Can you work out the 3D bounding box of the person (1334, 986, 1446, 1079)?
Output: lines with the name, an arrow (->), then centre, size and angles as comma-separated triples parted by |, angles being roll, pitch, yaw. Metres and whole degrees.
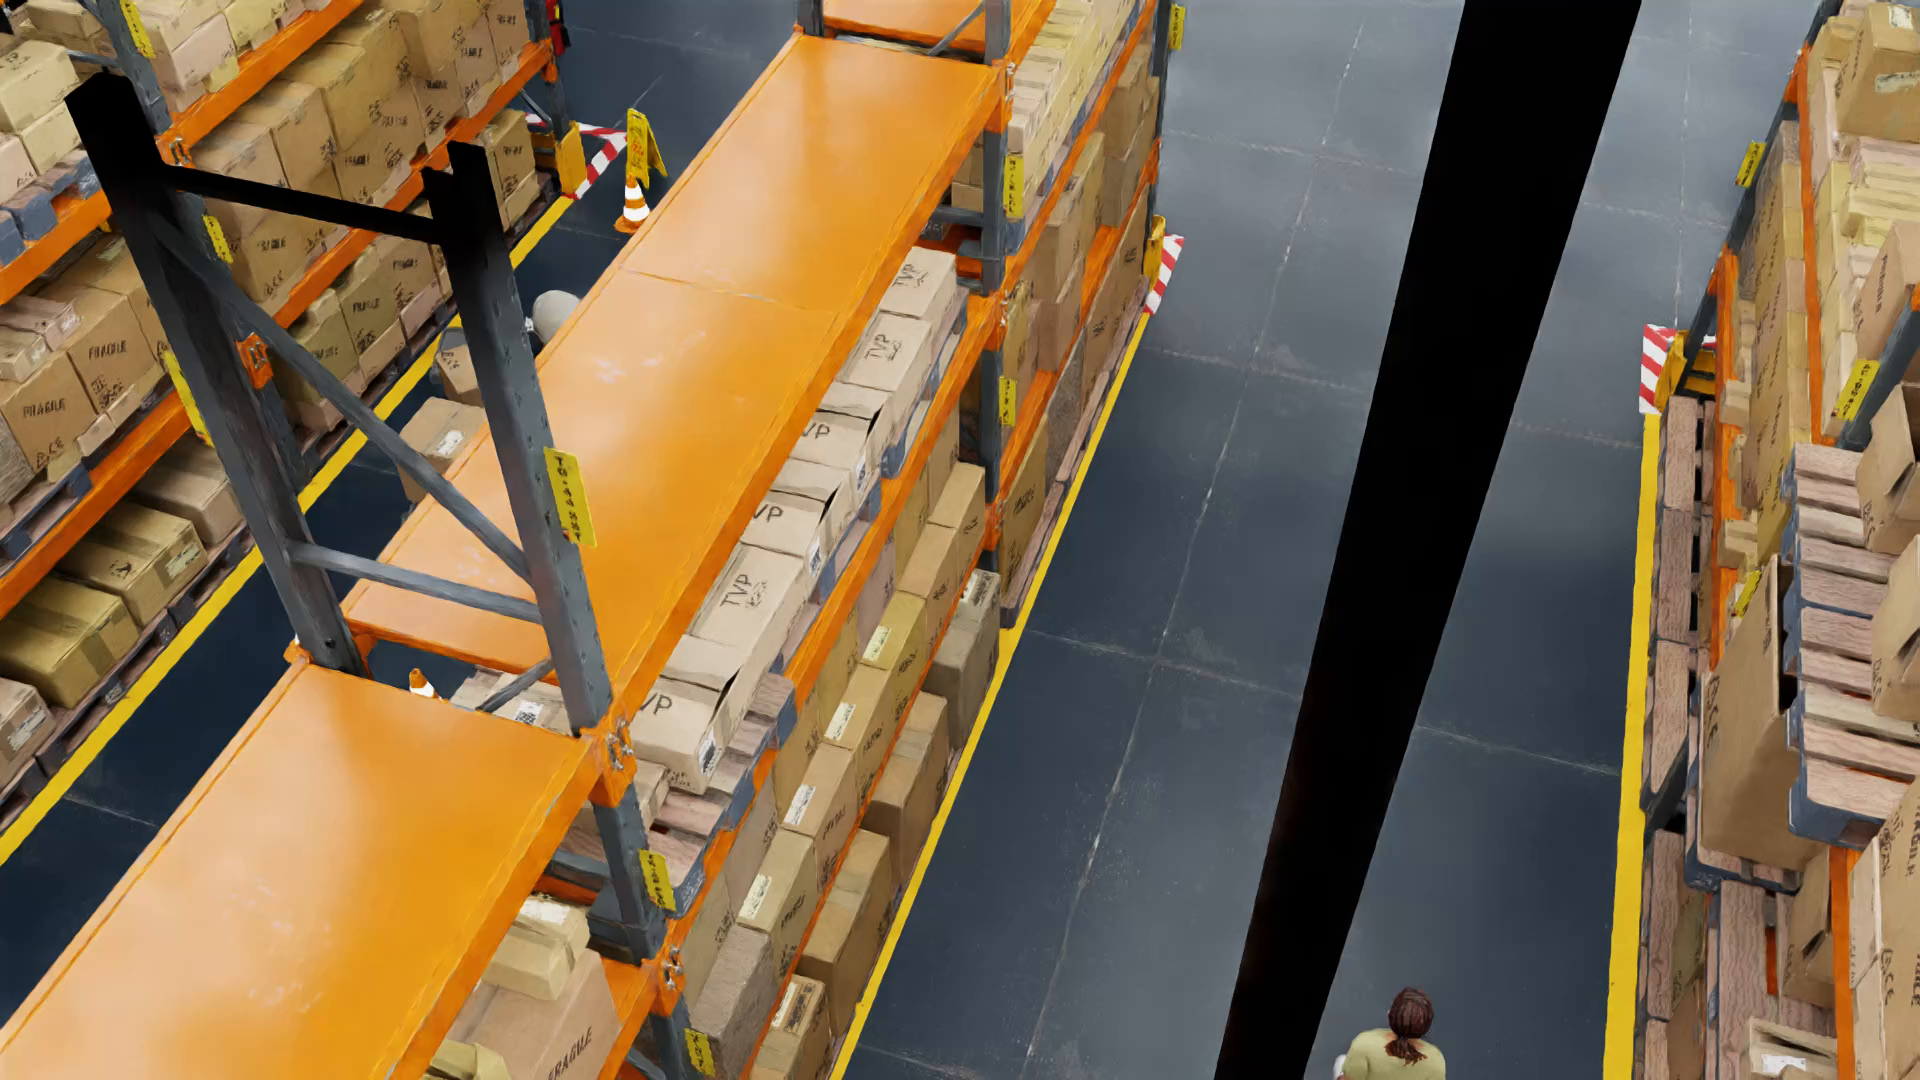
person -> 1.911, 2.533, 7.527 | 0.448, 1.590, 1.109 | 15, 48, 14
